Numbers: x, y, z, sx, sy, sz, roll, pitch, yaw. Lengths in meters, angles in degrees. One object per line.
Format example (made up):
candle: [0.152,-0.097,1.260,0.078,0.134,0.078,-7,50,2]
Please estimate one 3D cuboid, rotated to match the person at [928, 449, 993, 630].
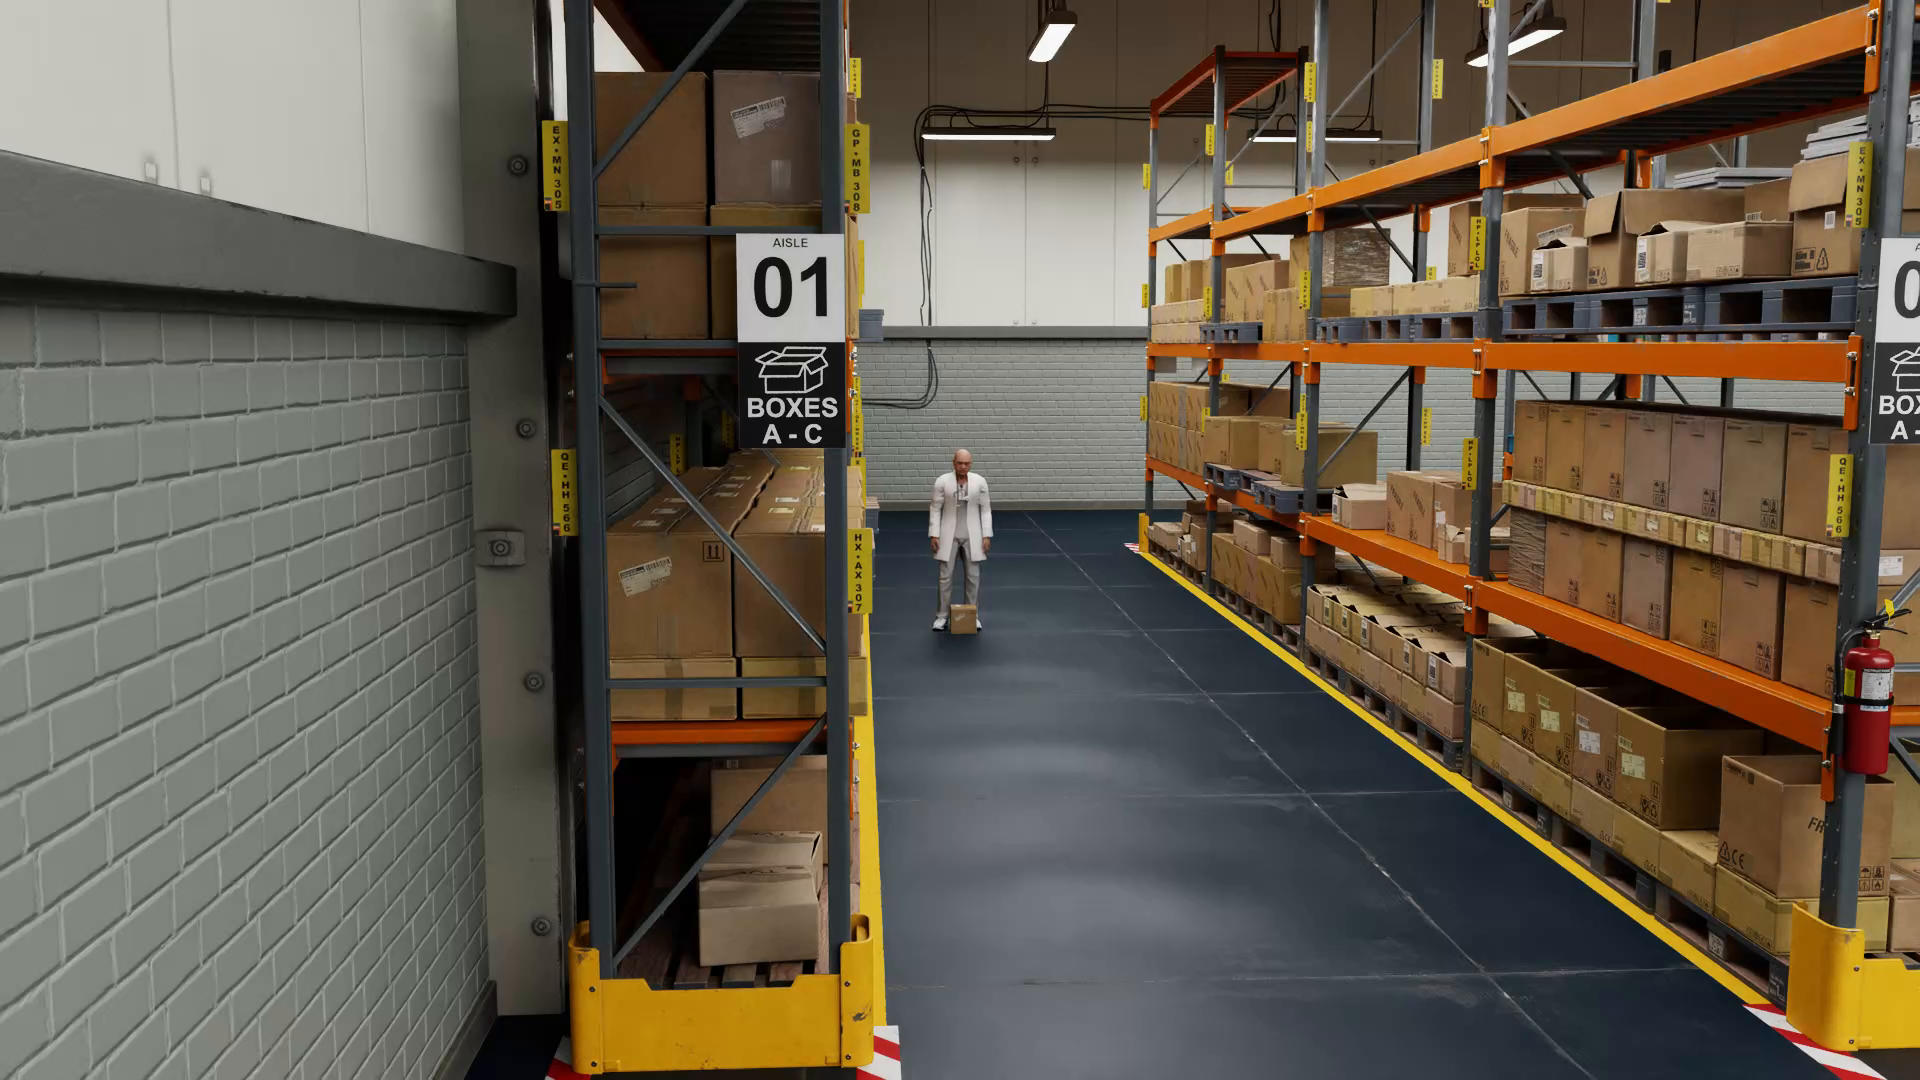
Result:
person: [0.004,-0.012,16.400,0.642,1.774,0.420,0,7,-4]
